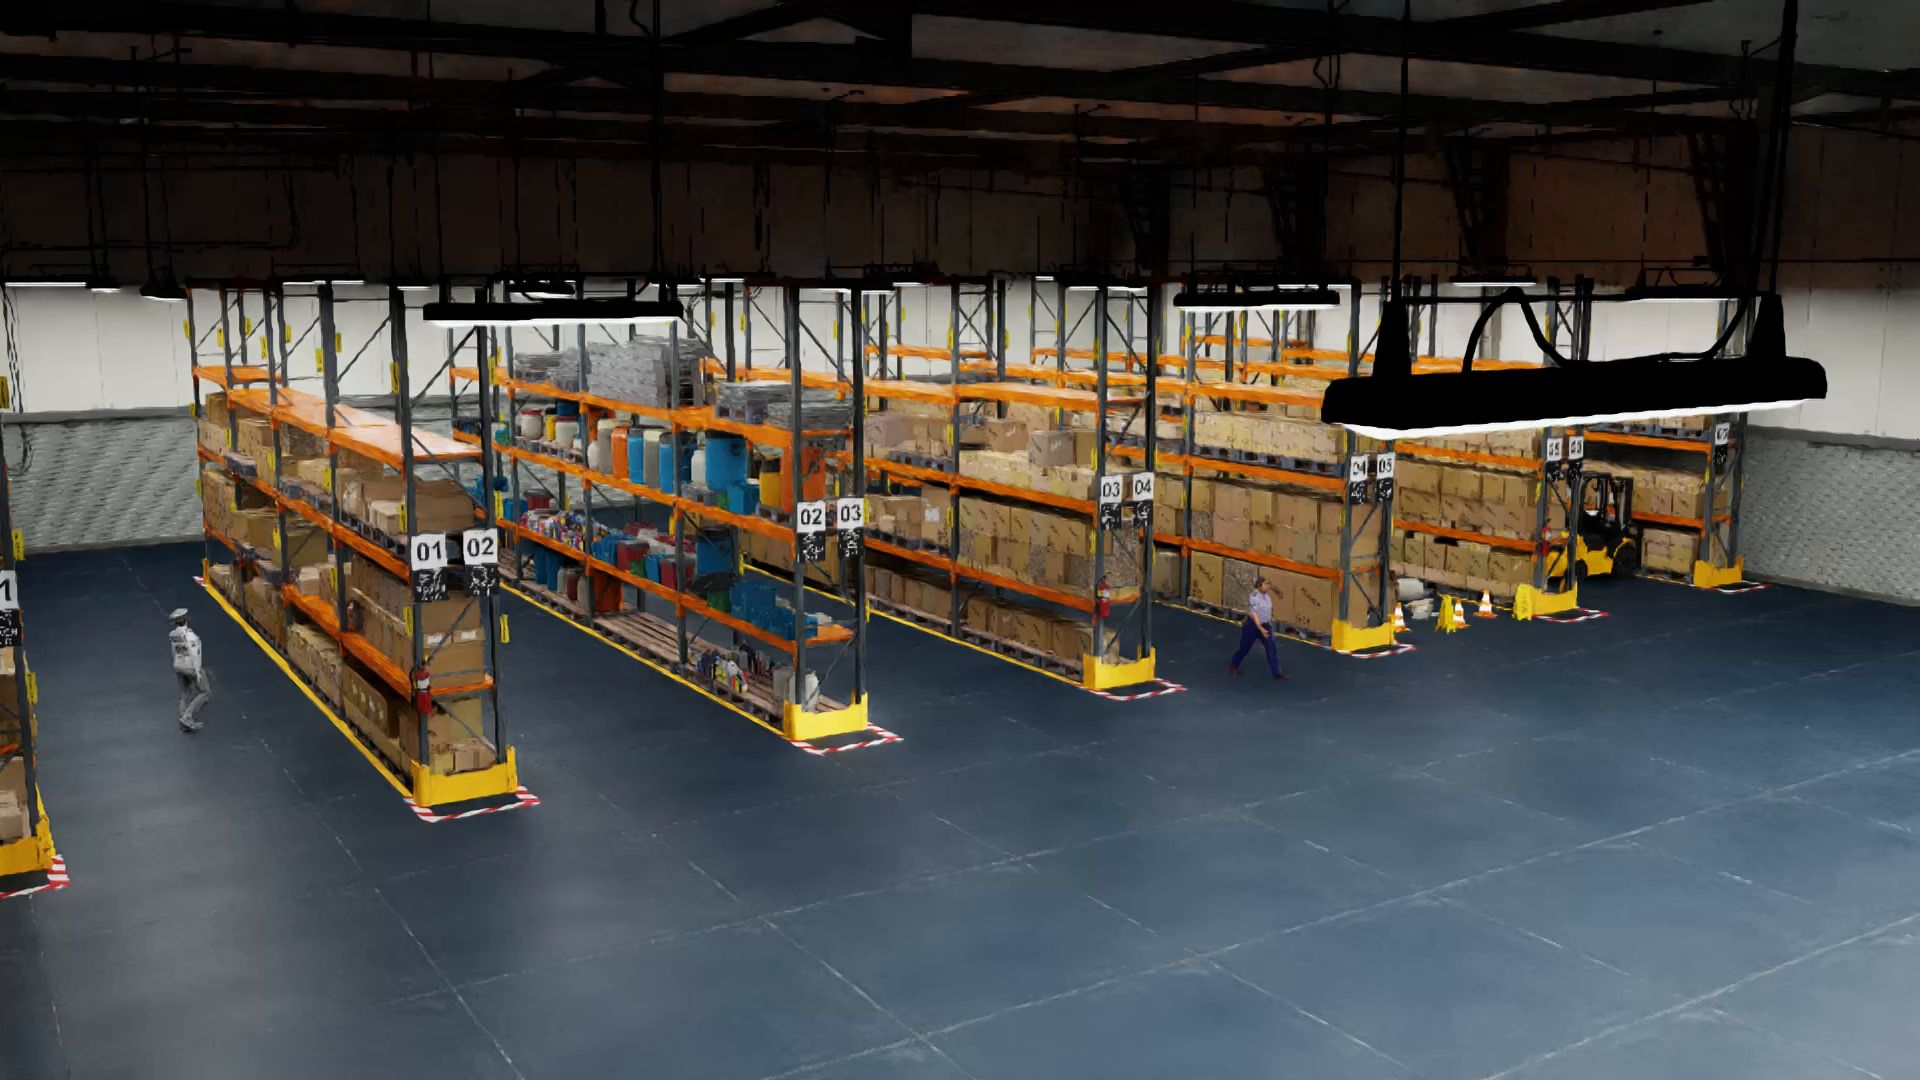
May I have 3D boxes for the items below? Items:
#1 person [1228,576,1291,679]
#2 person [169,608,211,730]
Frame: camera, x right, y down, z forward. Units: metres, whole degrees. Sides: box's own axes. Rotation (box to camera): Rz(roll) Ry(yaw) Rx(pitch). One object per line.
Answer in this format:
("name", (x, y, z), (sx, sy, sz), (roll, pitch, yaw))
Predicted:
("person", (4.544, 1.331, 25.293), (0.478, 1.562, 0.999), (-8, 12, -40))
("person", (-10.457, 1.763, 22.495), (0.517, 1.675, 0.402), (5, 11, 28))
